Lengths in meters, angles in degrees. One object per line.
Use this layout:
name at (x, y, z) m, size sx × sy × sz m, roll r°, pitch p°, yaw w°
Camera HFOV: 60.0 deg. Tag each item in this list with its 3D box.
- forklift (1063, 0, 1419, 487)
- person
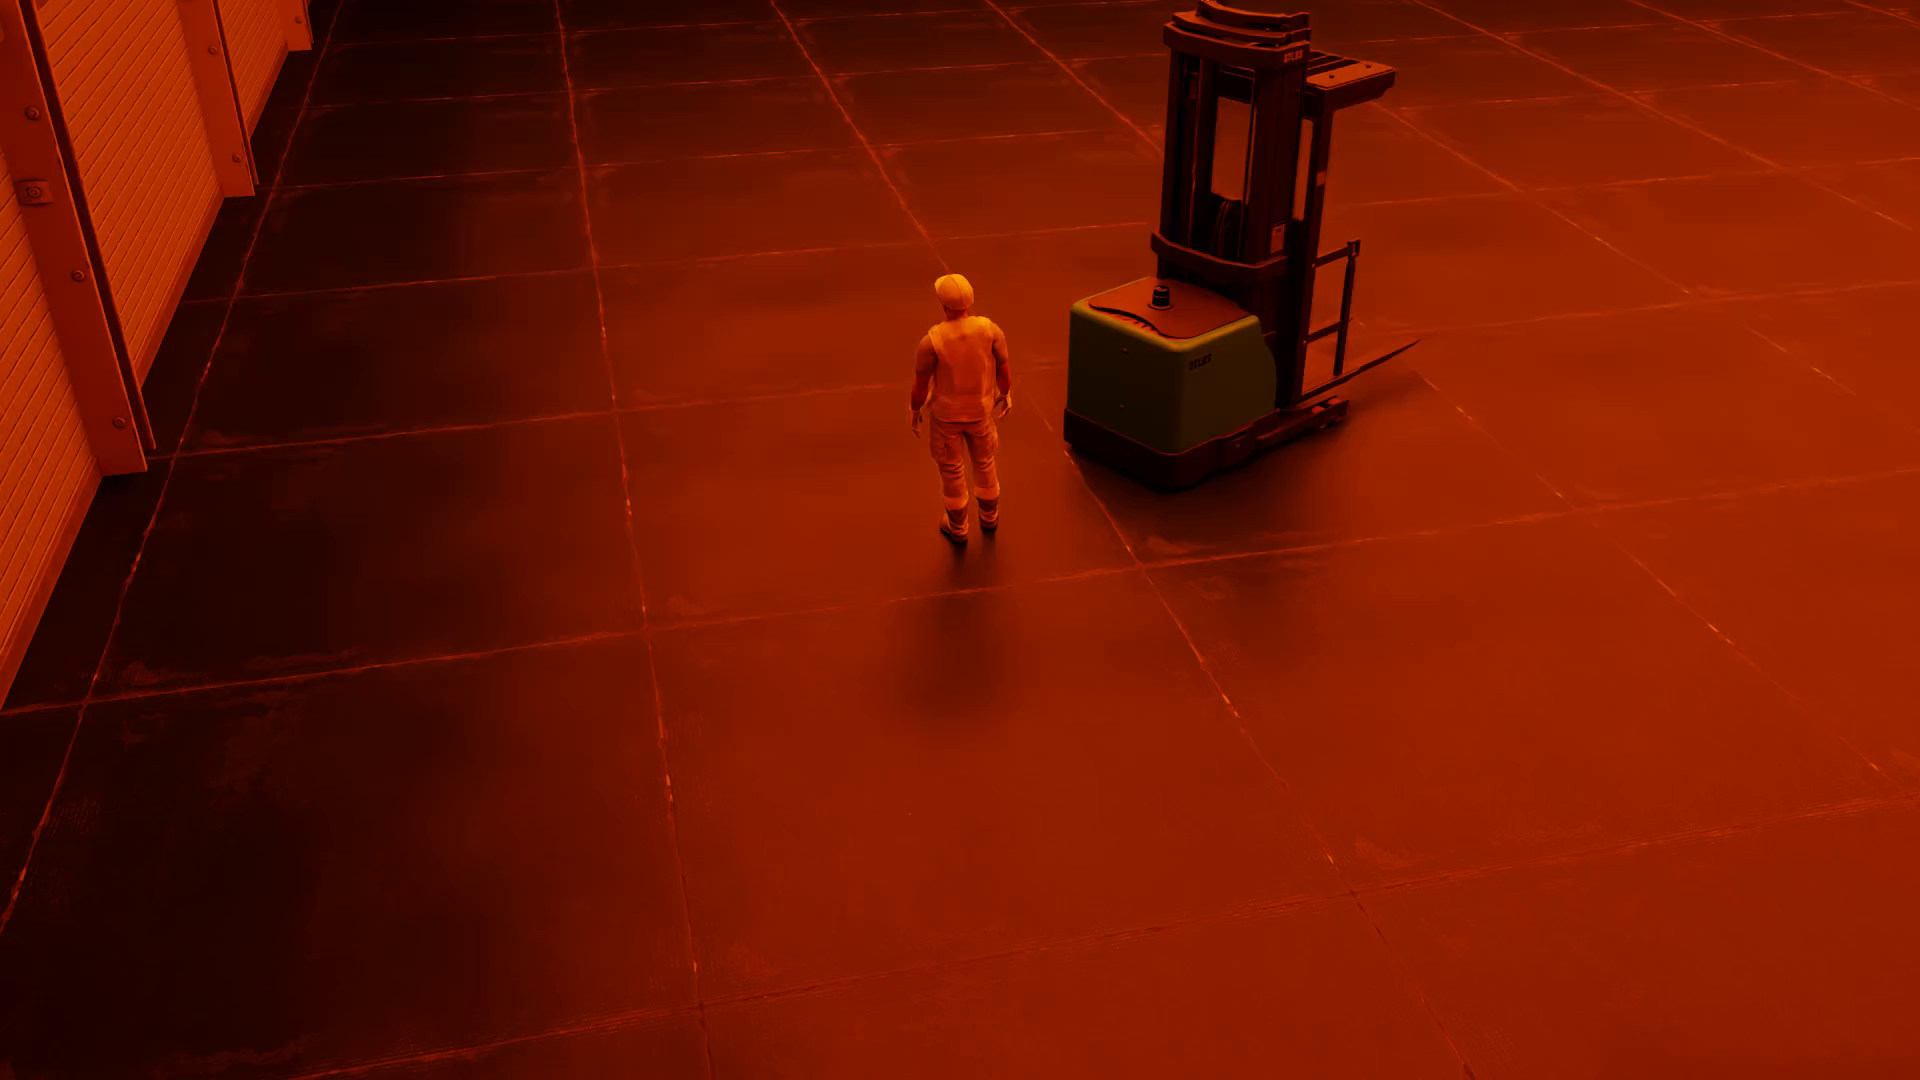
forklift at (2.156, -2.230, 11.427) m, size 3.031 × 2.935 × 1.130 m, roll -24°, pitch 38°, yaw -35°
person at (-0.007, -0.821, 10.118) m, size 0.637 × 1.787 × 0.564 m, roll -7°, pitch 31°, yaw -12°
